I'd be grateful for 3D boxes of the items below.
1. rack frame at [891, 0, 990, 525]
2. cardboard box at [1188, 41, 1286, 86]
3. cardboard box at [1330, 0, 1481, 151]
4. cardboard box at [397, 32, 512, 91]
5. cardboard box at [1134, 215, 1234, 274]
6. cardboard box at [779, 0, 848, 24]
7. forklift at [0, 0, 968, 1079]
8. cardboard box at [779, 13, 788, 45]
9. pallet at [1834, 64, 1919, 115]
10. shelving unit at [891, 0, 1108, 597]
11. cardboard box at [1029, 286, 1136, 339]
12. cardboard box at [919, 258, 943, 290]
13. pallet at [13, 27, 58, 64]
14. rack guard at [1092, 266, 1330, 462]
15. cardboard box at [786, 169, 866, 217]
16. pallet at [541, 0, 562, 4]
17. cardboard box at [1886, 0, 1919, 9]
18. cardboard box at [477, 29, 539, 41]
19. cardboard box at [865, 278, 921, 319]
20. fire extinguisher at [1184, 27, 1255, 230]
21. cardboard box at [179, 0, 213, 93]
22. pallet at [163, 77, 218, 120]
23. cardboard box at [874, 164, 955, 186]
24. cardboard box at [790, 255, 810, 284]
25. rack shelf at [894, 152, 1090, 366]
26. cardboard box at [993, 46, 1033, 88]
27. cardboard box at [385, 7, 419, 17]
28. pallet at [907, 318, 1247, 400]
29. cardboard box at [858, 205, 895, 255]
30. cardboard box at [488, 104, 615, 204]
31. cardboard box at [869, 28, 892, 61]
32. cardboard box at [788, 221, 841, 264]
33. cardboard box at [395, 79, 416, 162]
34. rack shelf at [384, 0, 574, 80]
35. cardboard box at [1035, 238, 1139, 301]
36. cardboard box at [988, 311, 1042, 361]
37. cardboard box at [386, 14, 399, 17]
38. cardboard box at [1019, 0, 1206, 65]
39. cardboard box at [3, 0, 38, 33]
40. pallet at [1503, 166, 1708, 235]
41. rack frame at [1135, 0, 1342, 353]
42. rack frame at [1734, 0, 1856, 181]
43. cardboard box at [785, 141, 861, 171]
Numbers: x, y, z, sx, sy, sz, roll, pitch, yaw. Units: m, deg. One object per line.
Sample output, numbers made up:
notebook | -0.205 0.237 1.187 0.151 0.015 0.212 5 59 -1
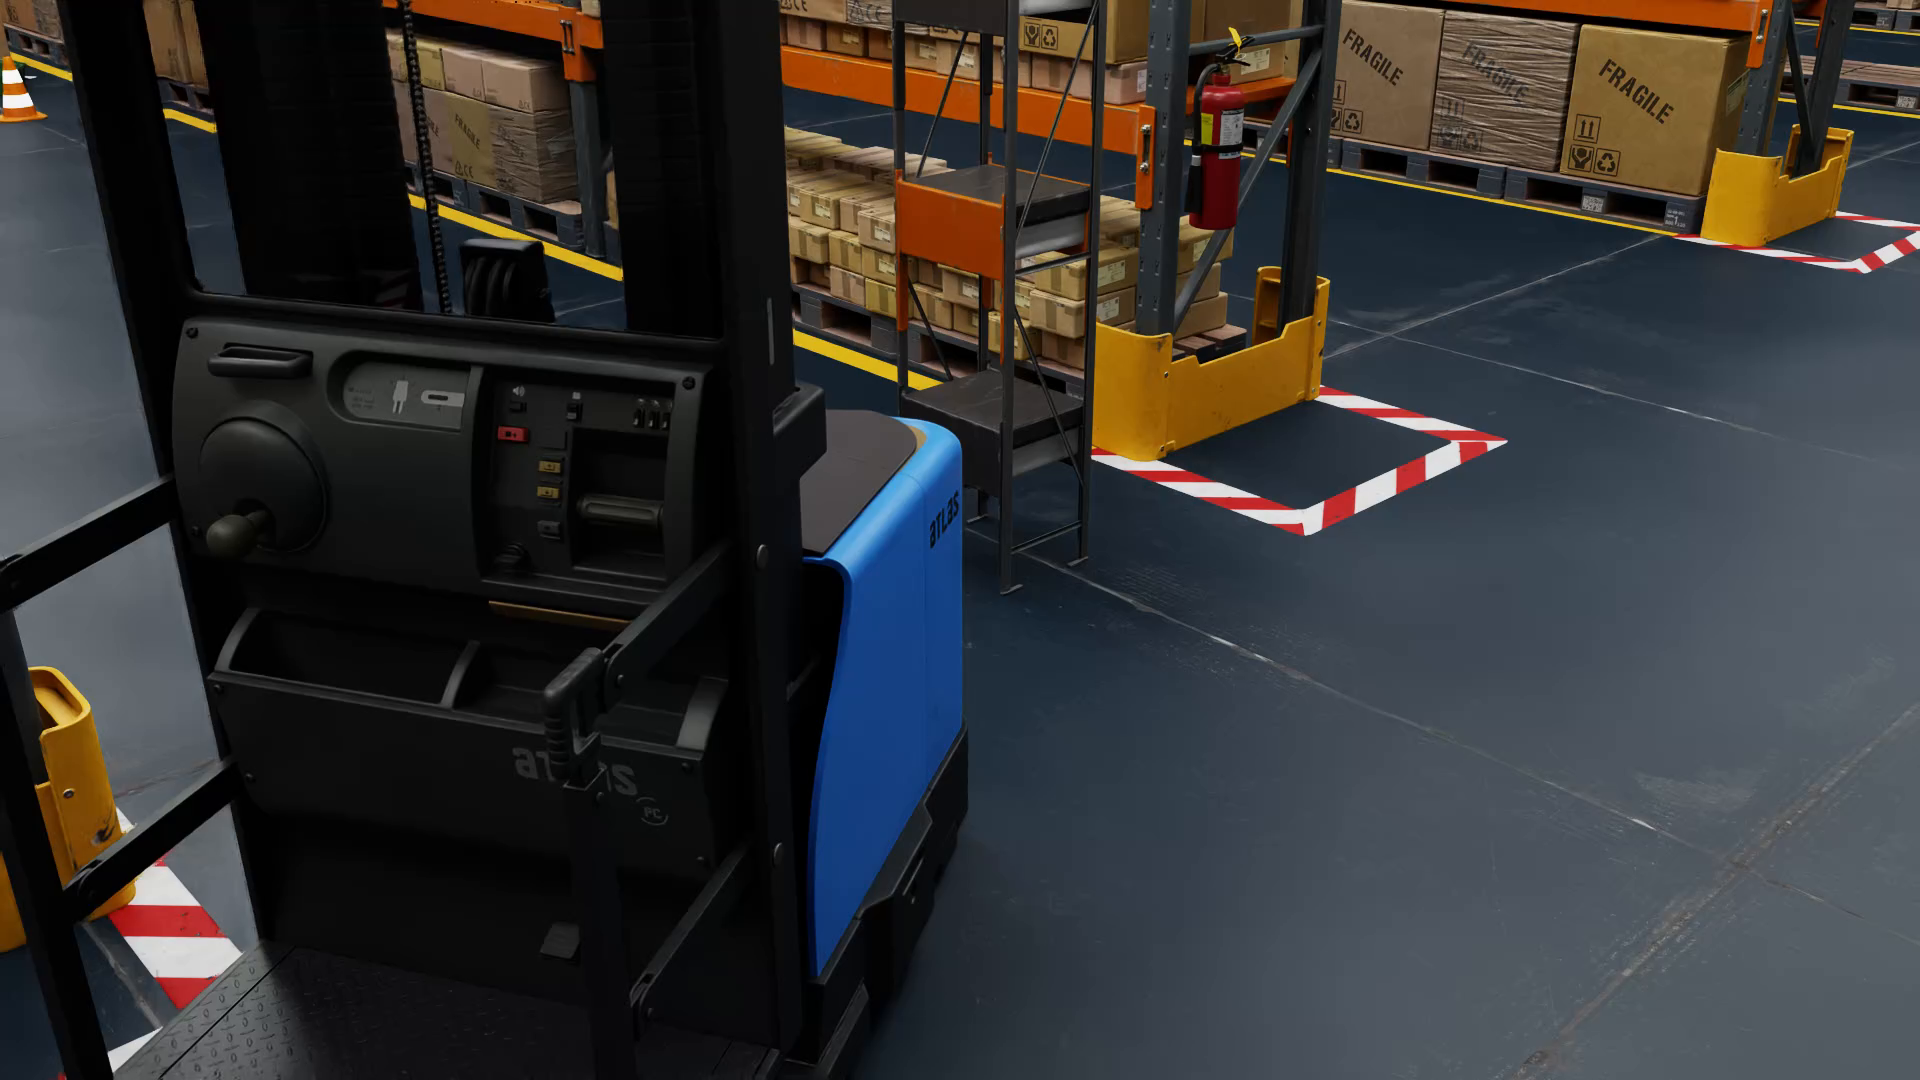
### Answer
rack frame | -0.054 -0.979 5.366 0.400 2.100 0.015 -21 32 -38
cardboard box | 1.088 -1.926 6.661 0.380 0.149 0.250 -22 32 -39
cardboard box | 3.034 -3.167 11.132 0.875 0.875 0.875 -21 32 -38
cardboard box | -3.070 -2.926 10.152 0.500 0.250 0.500 22 33 39
cardboard box | 0.960 -1.269 7.130 0.250 0.149 0.380 22 32 39
cardboard box | -0.460 -2.556 7.259 0.500 0.500 0.500 -19 31 -36
forklift | -0.891 -0.095 2.427 1.130 2.935 3.031 7 25 15
cardboard box | -0.773 -2.383 7.663 0.380 0.149 0.250 -20 31 -36
pallet | 7.840 -3.623 13.438 1.003 0.211 1.213 -21 32 -38
shelving unit | 0.113 -0.905 5.204 0.431 2.100 0.503 -21 32 -38
cardboard box | 0.502 -0.958 6.806 0.380 0.149 0.250 -22 33 -40
cardboard box | 0.037 -1.225 7.392 0.380 0.149 0.250 -22 32 -39
pallet | -8.432 -4.839 16.102 1.003 0.211 1.213 -21 32 -38
rack guard | 1.019 -0.735 6.759 1.175 0.500 0.348 -21 32 -38
cardboard box | -0.670 -1.668 8.004 0.250 0.149 0.380 22 33 40
pallet | -2.080 -3.247 9.484 1.003 0.211 1.213 -21 32 -38
cardboard box | 9.988 -5.710 17.536 0.380 0.166 0.250 -21 32 -38
cardboard box | -2.687 -3.071 10.471 0.500 0.250 0.500 -20 31 -37
cardboard box | -0.207 -1.128 7.537 0.250 0.149 0.380 22 33 39
fire extinguisher | 0.906 -1.437 5.829 0.296 0.674 0.183 -21 32 -38
cardboard box | -5.348 -3.915 12.921 1.050 0.750 0.750 -21 32 -38
pallet | -5.711 -3.634 13.462 1.003 0.211 1.213 -21 32 -38
cardboard box | -0.195 -1.711 8.099 0.380 0.149 0.250 -21 32 -38
cardboard box | -0.733 -1.372 8.073 0.380 0.149 0.250 -22 33 -40
rack shelf | 0.113 -0.893 5.210 0.431 0.518 0.480 -21 32 -38
cardboard box | 0.316 -1.911 6.628 0.380 0.149 0.250 -22 32 -39
cardboard box | -3.739 -3.535 11.488 0.500 0.250 0.500 -22 33 -40
pallet | 0.489 -0.860 7.381 1.003 0.211 1.213 -21 32 -38
cardboard box | -0.231 -1.399 7.416 0.380 0.149 0.250 -20 31 -37
cardboard box | -2.353 -2.268 9.613 0.500 0.500 0.500 -22 32 -39
cardboard box | -0.175 -2.169 7.193 0.250 0.149 0.380 22 33 40
cardboard box | -0.588 -1.426 7.833 0.380 0.149 0.250 -21 32 -38
cardboard box | -3.400 -2.735 10.636 0.500 0.500 0.500 -22 33 -40
rack shelf | -3.030 -3.340 10.324 1.077 0.370 4.000 -21 32 -38
cardboard box | 0.524 -1.103 6.765 0.380 0.149 0.250 -21 32 -38
cardboard box | 0.309 -0.893 7.022 0.380 0.149 0.250 -20 31 -37
cardboard box | -4.103 -3.391 11.170 0.500 0.250 0.500 22 32 39
cardboard box | 0.576 -2.093 6.246 0.500 0.500 0.500 -20 32 -37
cardboard box | -8.751 -5.469 16.177 0.875 0.875 0.875 -22 32 -39
pallet | 4.157 -2.177 10.268 1.003 0.211 1.213 -21 32 -38
rack frame | 1.071 -1.849 6.190 1.000 3.000 0.127 -21 32 -38
rack frame | 4.760 -3.226 9.207 1.000 3.000 0.127 -21 32 -38
cardboard box | -0.731 -1.952 8.626 0.380 0.149 0.250 -20 31 -37
